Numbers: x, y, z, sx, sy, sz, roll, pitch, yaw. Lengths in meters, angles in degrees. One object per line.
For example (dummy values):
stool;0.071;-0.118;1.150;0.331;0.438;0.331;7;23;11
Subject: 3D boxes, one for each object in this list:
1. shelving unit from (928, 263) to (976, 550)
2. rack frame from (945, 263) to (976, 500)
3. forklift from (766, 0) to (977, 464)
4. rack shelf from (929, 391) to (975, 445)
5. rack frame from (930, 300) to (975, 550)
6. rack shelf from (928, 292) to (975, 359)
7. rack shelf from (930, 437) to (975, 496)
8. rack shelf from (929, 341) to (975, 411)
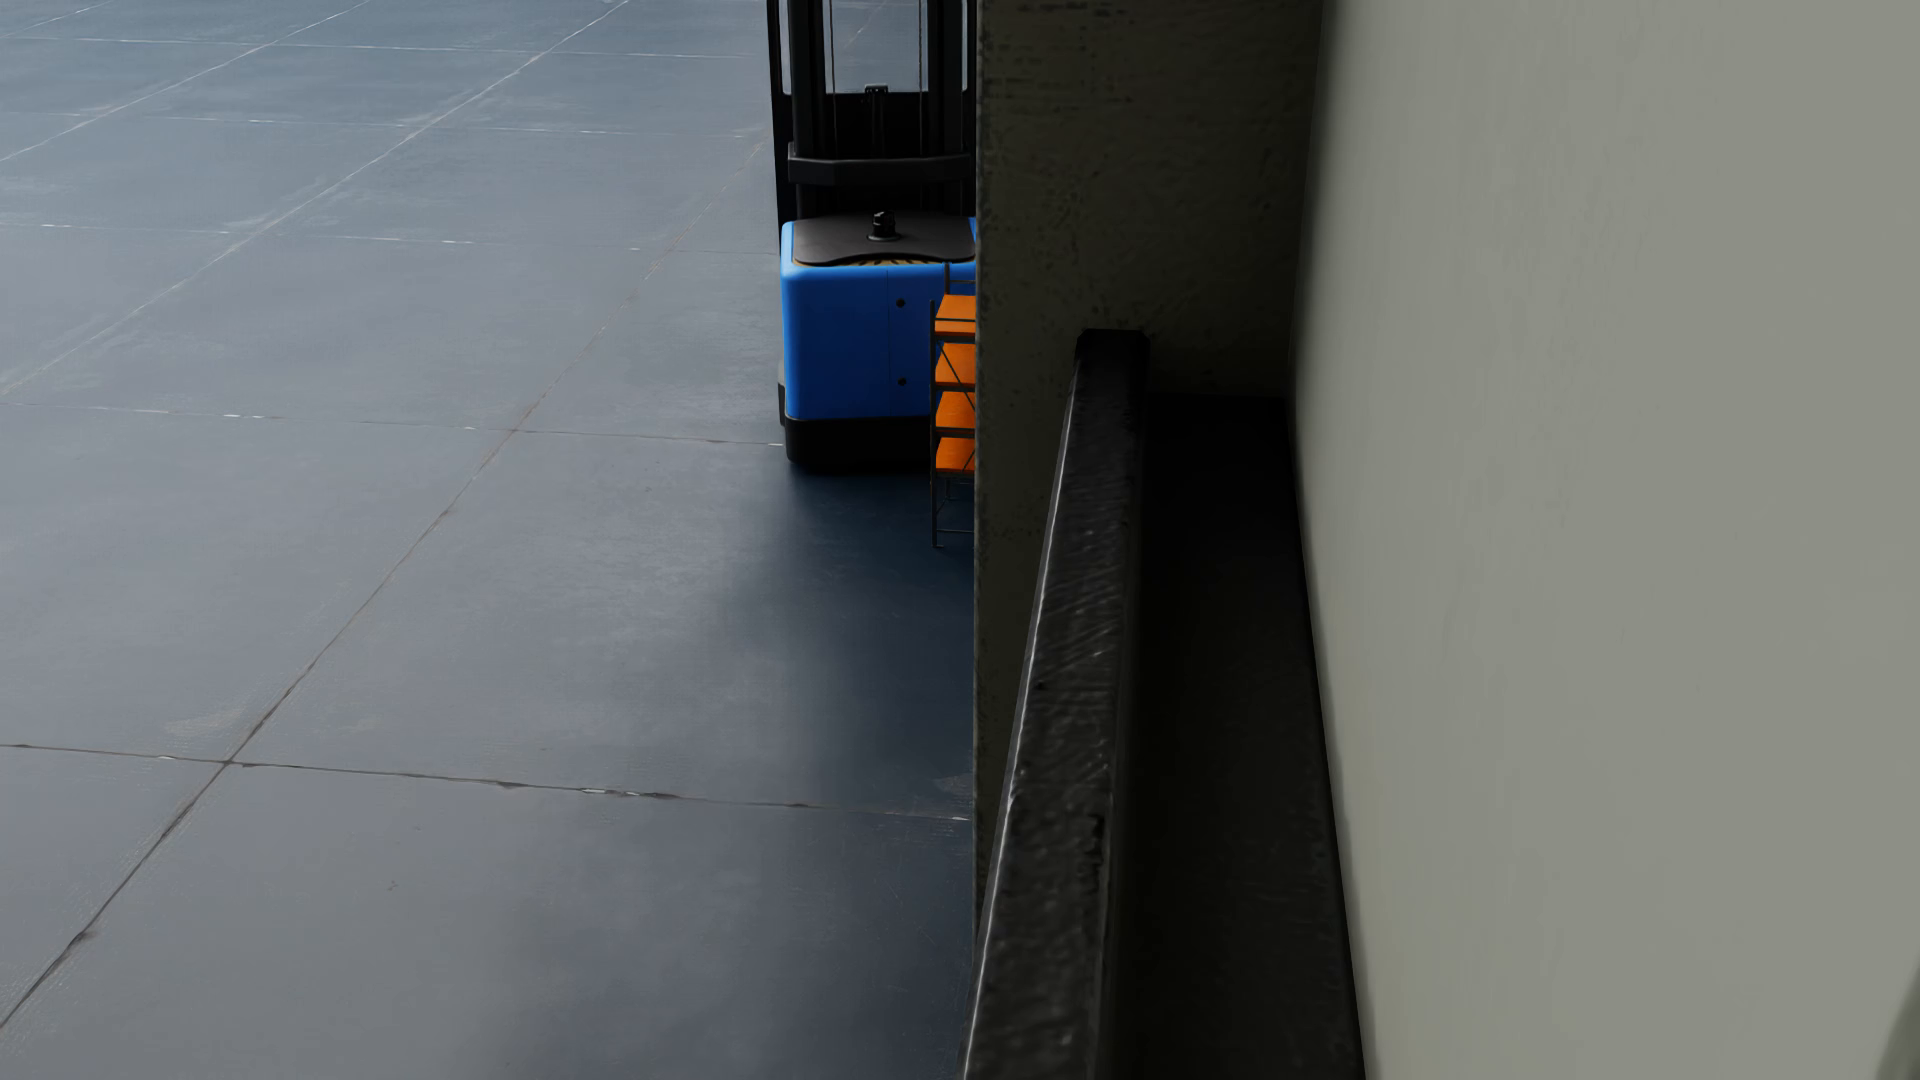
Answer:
shelving unit;0.020;-0.606;7.610;0.258;1.200;0.503;3;28;6
rack frame;0.050;-0.721;7.823;0.240;1.200;0.015;3;28;6
forklift;-0.465;-2.336;8.996;1.130;2.935;3.031;-2;28;-4
rack shelf;0.020;-0.547;7.642;0.258;0.148;0.480;3;28;6
rack frame;-0.010;-0.491;7.397;0.240;1.200;0.015;3;28;6
rack shelf;0.020;-0.952;7.424;0.258;0.148;0.480;3;28;6
rack shelf;0.020;-0.372;7.736;0.258;0.148;0.480;3;28;6
rack shelf;0.020;-0.744;7.536;0.258;0.148;0.480;3;28;6
